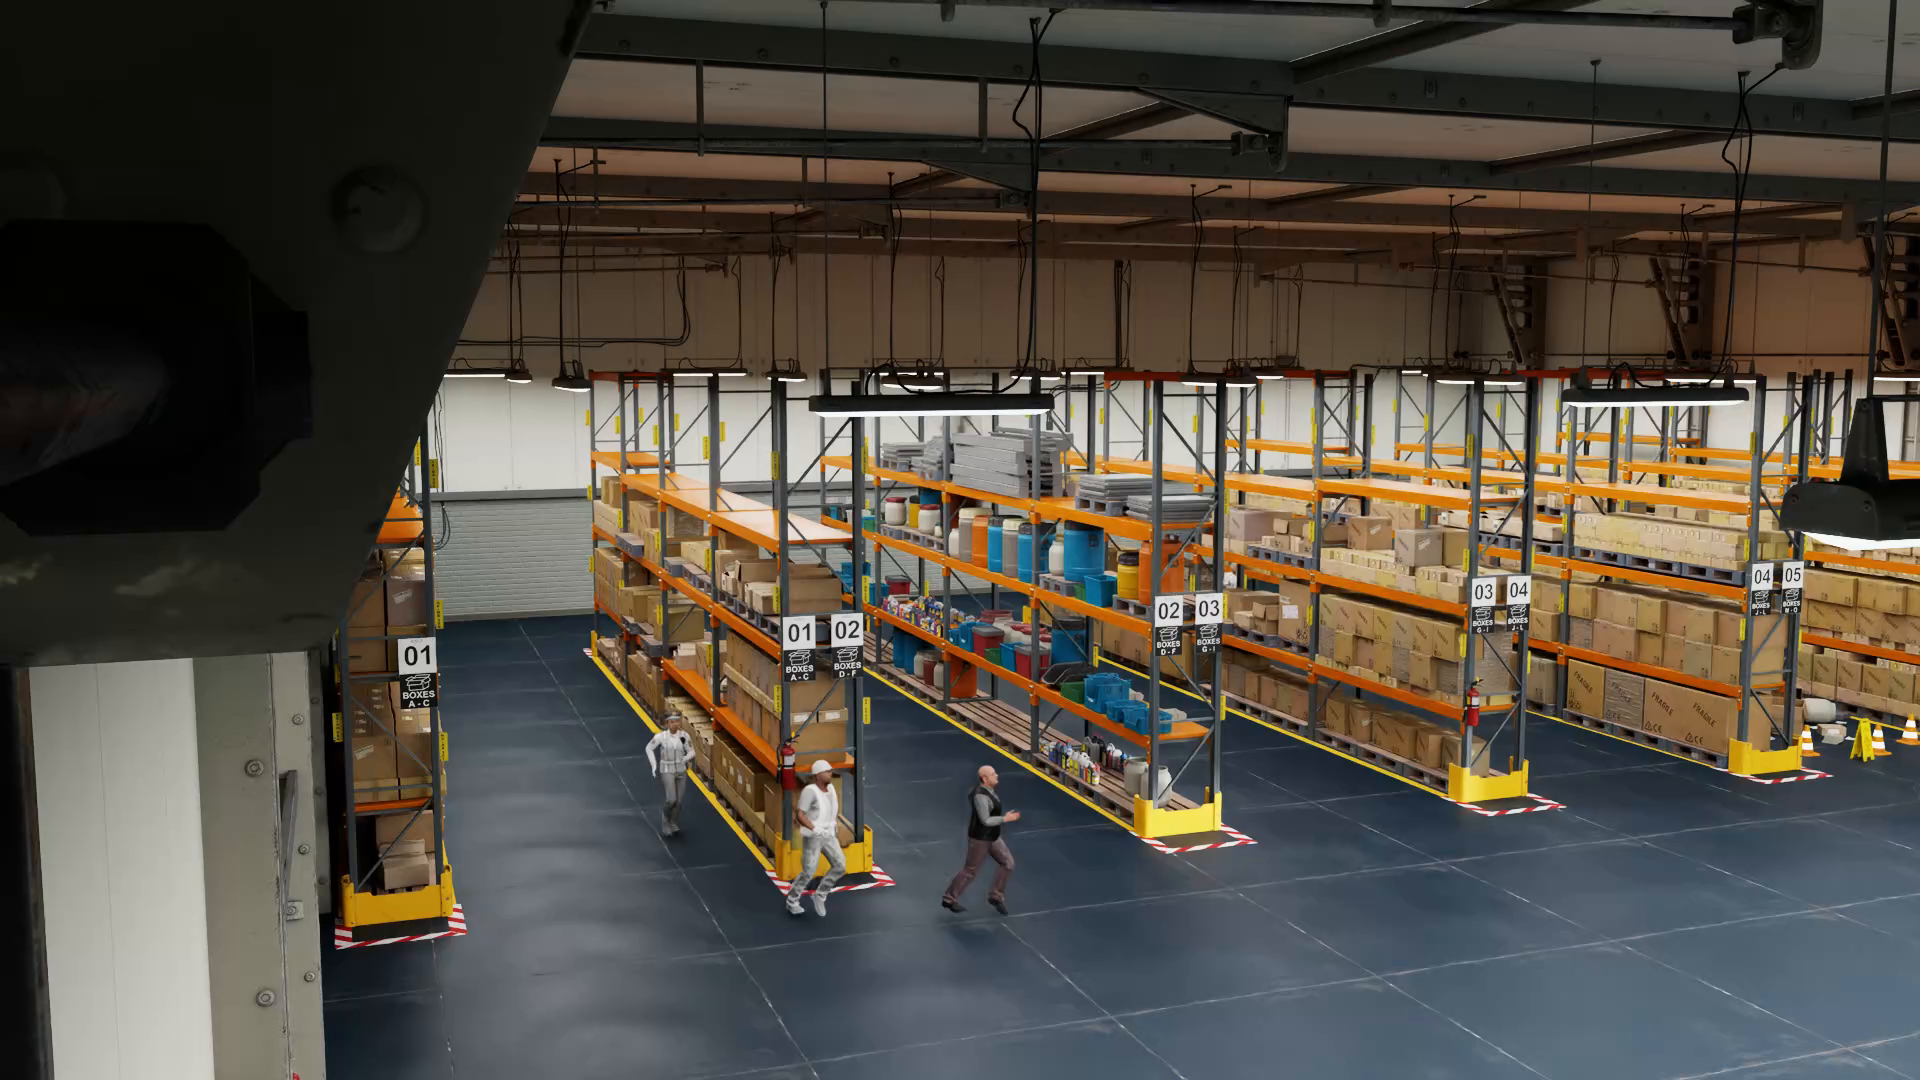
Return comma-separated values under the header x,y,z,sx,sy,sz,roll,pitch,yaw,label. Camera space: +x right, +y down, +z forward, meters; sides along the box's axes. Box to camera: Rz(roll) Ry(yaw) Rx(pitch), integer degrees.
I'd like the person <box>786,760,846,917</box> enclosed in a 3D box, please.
x,y,z,sx,sy,sz,roll,pitch,yaw,label
-1.574,3.369,18.858,0.631,1.756,0.744,4,8,35,person

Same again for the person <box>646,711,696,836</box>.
x,y,z,sx,sy,sz,roll,pitch,yaw,label
-3.753,3.060,21.803,0.592,1.671,0.641,-3,7,-27,person

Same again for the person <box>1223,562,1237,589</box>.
x,y,z,sx,sy,sz,roll,pitch,yaw,label
6.102,1.321,37.140,0.672,1.792,0.910,-2,7,-19,person

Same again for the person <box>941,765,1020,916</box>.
x,y,z,sx,sy,sz,roll,pitch,yaw,label
0.252,3.393,18.751,0.888,1.760,0.662,2,7,13,person
